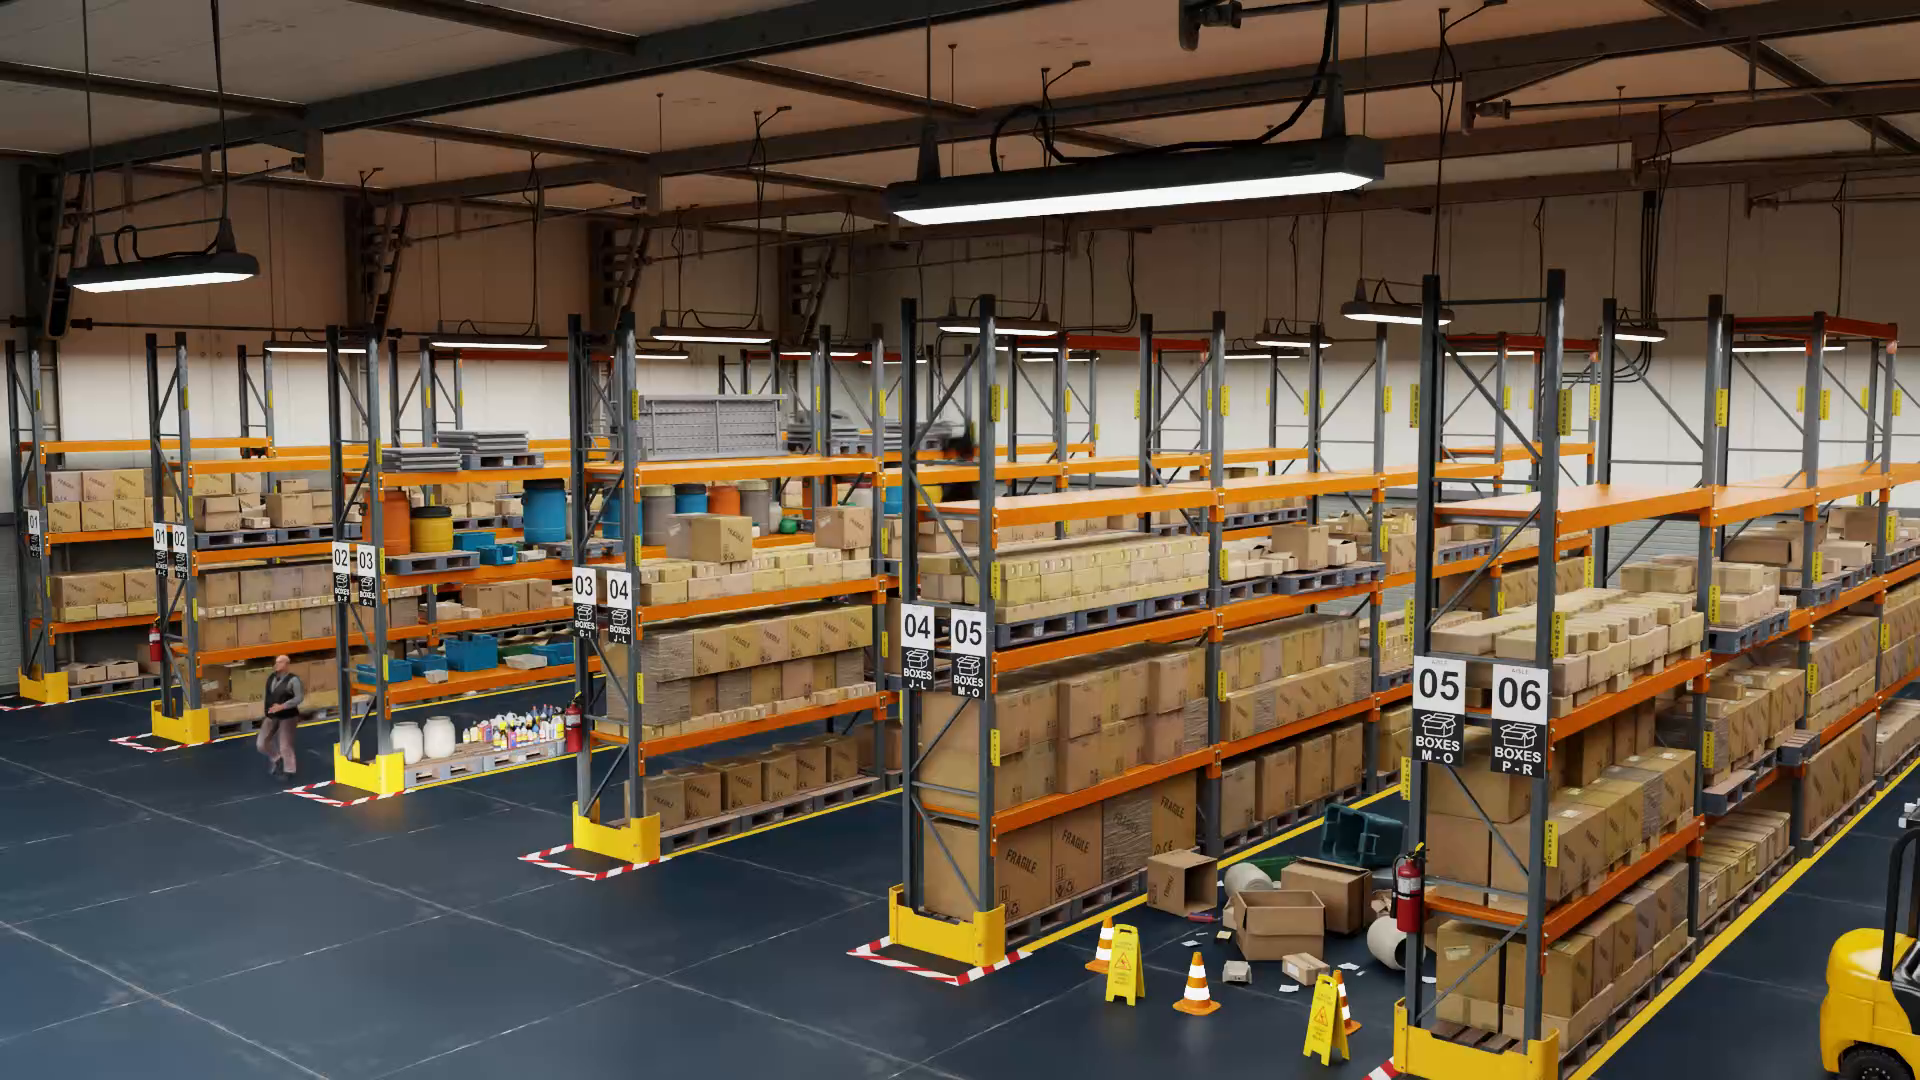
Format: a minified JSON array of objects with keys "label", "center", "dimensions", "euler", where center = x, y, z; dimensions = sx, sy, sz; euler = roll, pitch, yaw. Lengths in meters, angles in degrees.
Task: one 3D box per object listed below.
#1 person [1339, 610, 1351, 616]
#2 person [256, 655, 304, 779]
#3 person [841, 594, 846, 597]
[{"label":"person","center":[5.957,1.984,25.554],"dimensions":[0.674,1.835,0.925],"euler":[5,7,43]},{"label":"person","center":[-8.977,2.355,22.007],"dimensions":[0.670,1.689,0.572],"euler":[1,5,13]},{"label":"person","center":[-2.021,1.301,33.091],"dimensions":[0.711,1.790,1.049],"euler":[3,6,28]}]
